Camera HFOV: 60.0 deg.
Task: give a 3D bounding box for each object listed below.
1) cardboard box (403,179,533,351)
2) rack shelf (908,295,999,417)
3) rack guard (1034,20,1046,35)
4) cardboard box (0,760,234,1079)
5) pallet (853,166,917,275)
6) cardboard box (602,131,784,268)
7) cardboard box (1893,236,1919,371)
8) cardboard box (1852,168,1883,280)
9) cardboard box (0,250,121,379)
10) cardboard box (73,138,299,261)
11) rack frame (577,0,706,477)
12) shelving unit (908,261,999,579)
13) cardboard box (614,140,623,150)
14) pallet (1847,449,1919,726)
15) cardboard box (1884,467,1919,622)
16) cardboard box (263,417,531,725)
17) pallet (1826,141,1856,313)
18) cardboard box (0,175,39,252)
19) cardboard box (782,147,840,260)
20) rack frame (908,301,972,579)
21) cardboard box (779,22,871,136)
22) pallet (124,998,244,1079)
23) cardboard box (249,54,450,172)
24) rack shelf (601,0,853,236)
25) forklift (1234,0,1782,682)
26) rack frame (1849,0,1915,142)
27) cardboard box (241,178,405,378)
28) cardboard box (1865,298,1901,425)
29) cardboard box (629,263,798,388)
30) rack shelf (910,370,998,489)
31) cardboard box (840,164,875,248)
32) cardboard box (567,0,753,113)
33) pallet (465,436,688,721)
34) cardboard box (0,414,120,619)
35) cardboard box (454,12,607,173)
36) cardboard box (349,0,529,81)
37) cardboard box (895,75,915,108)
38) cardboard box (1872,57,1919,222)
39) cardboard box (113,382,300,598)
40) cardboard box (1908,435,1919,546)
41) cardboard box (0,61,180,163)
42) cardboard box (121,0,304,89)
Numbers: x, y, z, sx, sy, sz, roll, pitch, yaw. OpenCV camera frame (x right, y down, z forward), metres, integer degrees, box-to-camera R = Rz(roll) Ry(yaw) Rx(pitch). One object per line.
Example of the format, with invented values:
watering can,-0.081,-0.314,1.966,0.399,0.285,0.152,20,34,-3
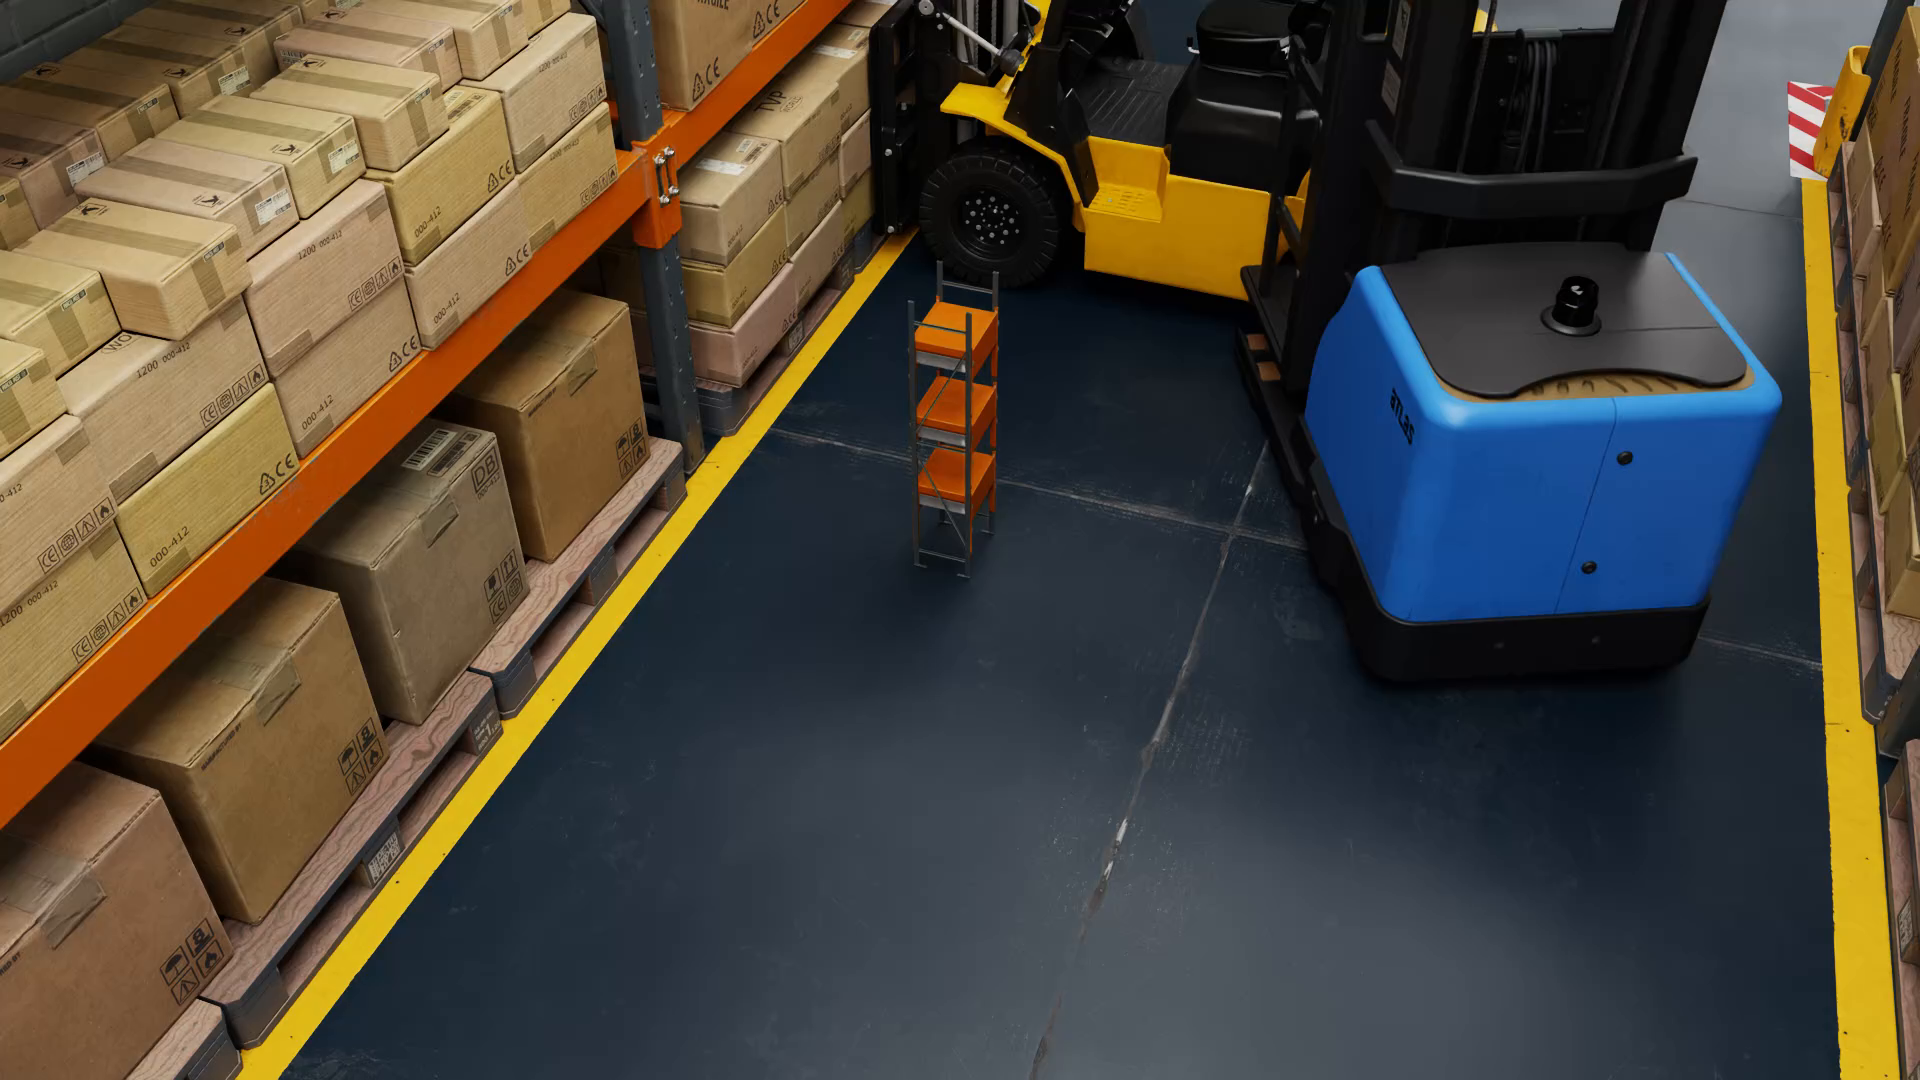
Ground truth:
cardboard box,-1.516,-0.787,4.477,0.500,0.250,0.500,13,42,15
rack shelf,-0.018,-0.575,5.194,0.215,0.259,0.240,13,42,15
rack guard,-0.047,-3.021,8.905,1.175,0.500,0.348,13,42,15
cardboard box,-2.348,0.888,3.904,0.875,0.625,0.625,15,43,16
pallet,-0.696,-1.679,7.555,1.003,0.211,1.213,13,42,15
cardboard box,-0.962,-1.237,5.913,0.500,0.250,0.500,13,42,14
cardboard box,3.539,-0.859,5.663,0.500,0.500,0.500,15,43,17
cardboard box,3.894,-1.231,6.677,0.500,0.250,0.500,15,43,17
cardboard box,-1.975,-0.461,3.402,0.380,0.149,0.250,13,42,15
cardboard box,-1.740,-0.758,3.751,0.380,0.149,0.250,14,42,15
rack frame,-1.423,-1.517,5.217,1.000,3.000,0.127,13,42,15
shelving unit,-0.018,-0.367,5.371,0.215,1.050,0.252,13,42,15
cardboard box,-1.436,-1.354,6.051,0.500,0.250,0.500,14,42,16
pallet,3.440,0.226,5.323,1.003,0.211,1.213,13,42,15
cardboard box,3.193,0.048,5.177,0.500,0.250,0.500,15,43,17
cardboard box,-1.863,0.019,4.923,0.875,0.625,0.625,13,42,15
pallet,4.274,-1.263,7.067,1.003,0.211,1.213,13,42,15
cardboard box,-2.310,-0.716,3.701,0.380,0.149,0.250,14,42,15
cardboard box,-0.797,-1.355,6.437,0.500,0.250,0.500,13,42,15
rack frame,-0.060,-0.292,5.284,0.200,1.050,0.008,13,42,15
cardboard box,-0.619,-1.852,6.635,0.500,0.250,0.500,15,43,17
pallet,-2.472,1.490,3.841,1.003,0.211,1.213,13,42,15
cardboard box,-1.500,-1.055,4.099,0.380,0.149,0.250,12,42,14
rack shelf,-0.739,-2.463,6.880,1.077,0.370,4.000,13,42,15
forklift,1.665,-1.626,5.397,1.130,2.935,3.031,-3,41,-4
rack frame,4.611,-2.857,6.788,1.000,3.000,0.127,13,42,15
cardboard box,-1.700,-0.668,3.952,0.500,0.250,0.500,14,42,16
cardboard box,3.544,-0.588,5.923,0.500,0.250,0.500,14,42,16
cardboard box,-0.946,-0.852,6.233,0.500,0.250,0.500,14,42,16
rack shelf,-0.018,-0.359,5.378,0.215,0.259,0.240,13,42,15
cardboard box,-0.626,-1.482,6.971,0.500,0.250,0.500,14,42,16
cardboard box,-1.026,-1.768,5.434,0.500,0.500,0.500,12,42,14
pallet,-1.638,0.002,5.585,1.003,0.211,1.213,13,42,15
cardboard box,-2.041,-0.047,3.225,0.500,0.250,0.500,12,42,14
cardboard box,-1.350,-1.294,4.686,0.500,0.250,0.500,12,42,14
cardboard box,-1.402,-1.383,4.483,0.380,0.149,0.250,13,42,14
cardboard box,-0.440,-1.967,7.154,0.500,0.250,0.500,13,42,15
cardboard box,3.893,-1.491,6.404,0.500,0.500,0.500,12,42,13
cardboard box,-1.884,-0.174,3.759,0.500,0.250,0.500,15,43,16
cardboard box,3.193,-0.237,4.934,0.500,0.500,0.500,13,42,14
cardboard box,-2.148,-1.024,4.063,0.380,0.149,0.250,13,42,15
cardboard box,-1.972,-1.331,4.422,0.380,0.149,0.250,13,42,15
